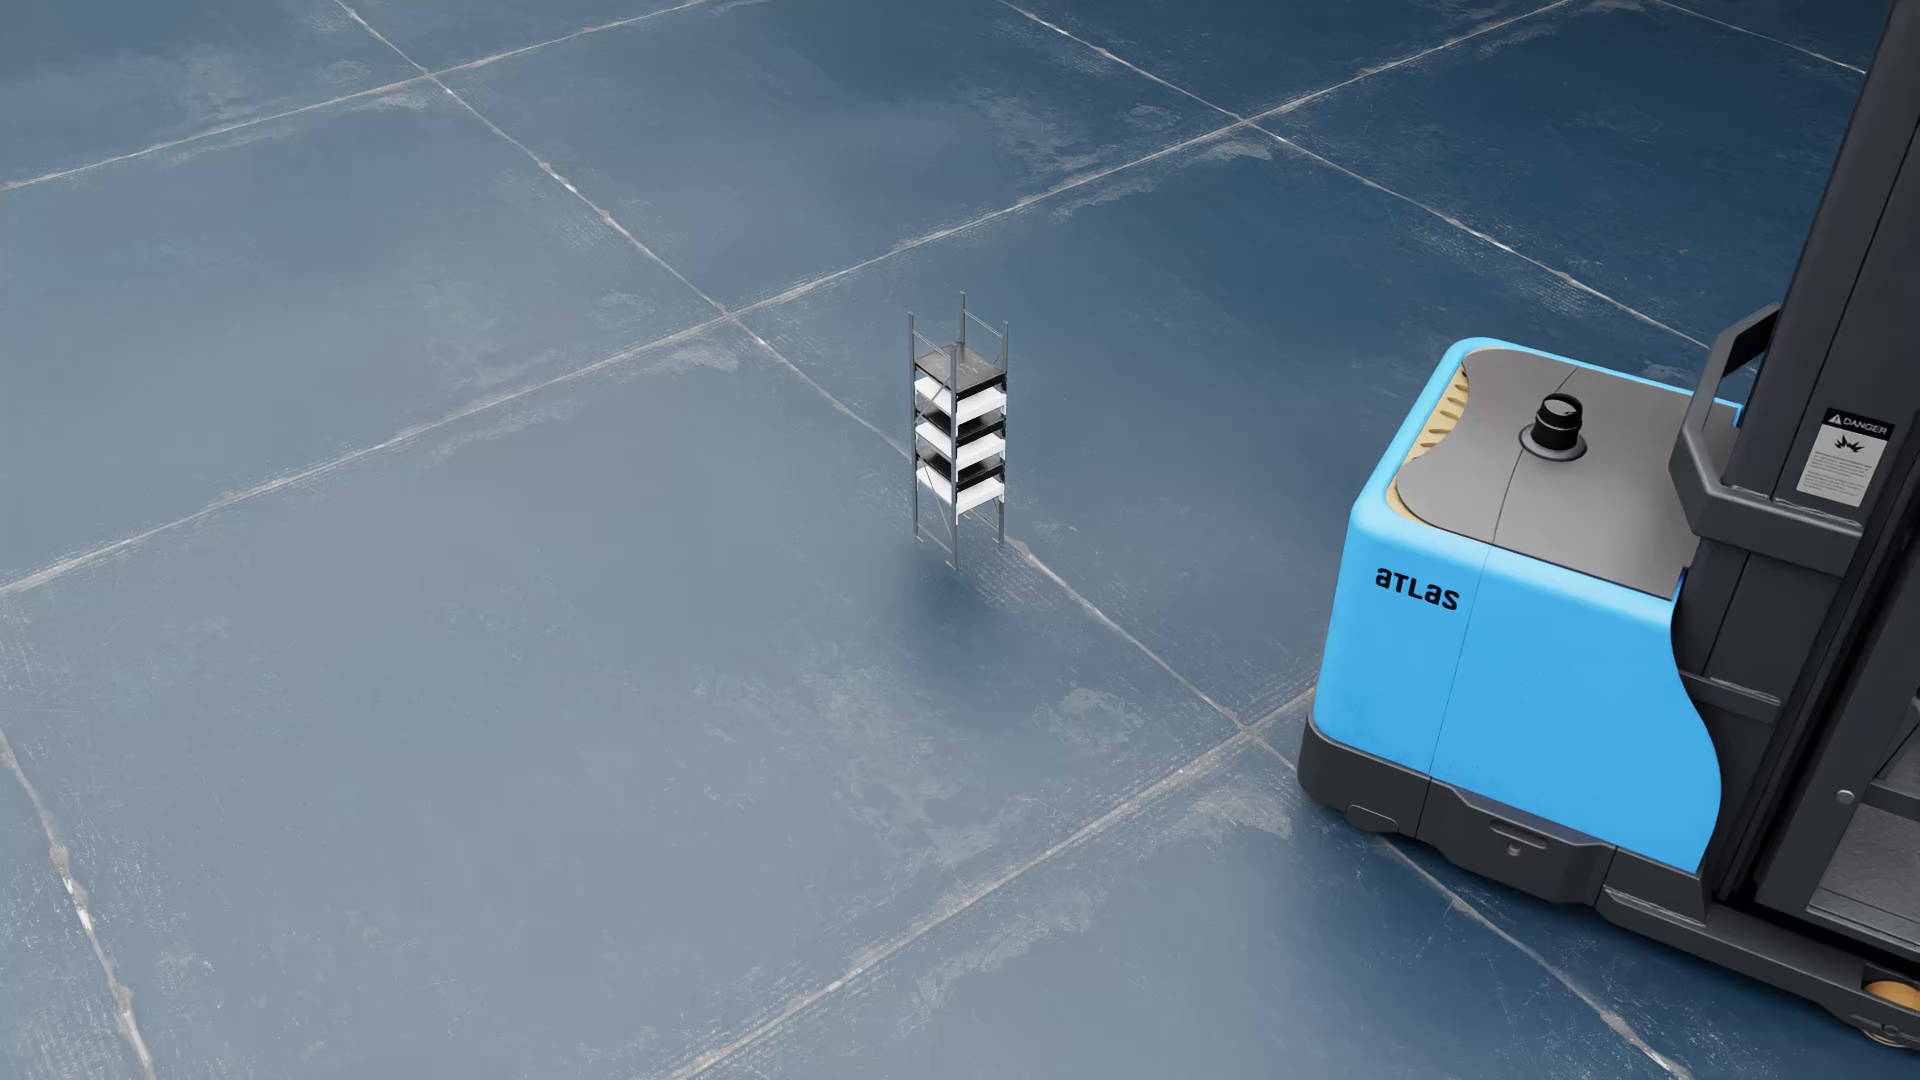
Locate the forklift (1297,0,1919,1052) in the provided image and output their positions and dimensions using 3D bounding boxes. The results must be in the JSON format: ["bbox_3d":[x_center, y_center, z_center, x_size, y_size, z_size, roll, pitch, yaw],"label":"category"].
[{"bbox_3d":[2.512,-0.187,3.666,3.031,2.935,1.130,19,43,22],"label":"forklift"}]

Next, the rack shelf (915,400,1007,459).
[{"bbox_3d":[-0.006,-0.389,5.425,0.200,0.077,0.258,-26,46,-28],"label":"rack shelf"}]

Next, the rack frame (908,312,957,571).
[{"bbox_3d":[-0.087,-0.305,5.413,0.006,0.900,0.240,-26,46,-28],"label":"rack frame"}]

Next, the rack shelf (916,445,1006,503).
[{"bbox_3d":[-0.006,-0.249,5.539,0.200,0.077,0.258,-26,46,-28],"label":"rack shelf"}]

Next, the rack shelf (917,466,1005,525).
[{"bbox_3d":[-0.006,-0.180,5.596,0.200,0.077,0.258,-26,46,-28],"label":"rack shelf"}]

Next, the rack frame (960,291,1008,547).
[{"bbox_3d":[0.074,-0.384,5.509,0.006,0.900,0.240,-26,46,-28],"label":"rack frame"}]

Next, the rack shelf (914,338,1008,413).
[{"bbox_3d":[-0.006,-0.528,5.311,0.200,0.077,0.258,-26,46,-28],"label":"rack shelf"}]

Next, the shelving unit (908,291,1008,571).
[{"bbox_3d":[-0.006,-0.345,5.461,0.210,0.900,0.258,-26,46,-28],"label":"shelving unit"}]

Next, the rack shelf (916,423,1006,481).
[{"bbox_3d":[-0.006,-0.319,5.482,0.200,0.077,0.258,-26,46,-28],"label":"rack shelf"}]

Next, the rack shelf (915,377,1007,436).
[{"bbox_3d":[-0.006,-0.458,5.368,0.200,0.077,0.258,-26,46,-28],"label":"rack shelf"}]
